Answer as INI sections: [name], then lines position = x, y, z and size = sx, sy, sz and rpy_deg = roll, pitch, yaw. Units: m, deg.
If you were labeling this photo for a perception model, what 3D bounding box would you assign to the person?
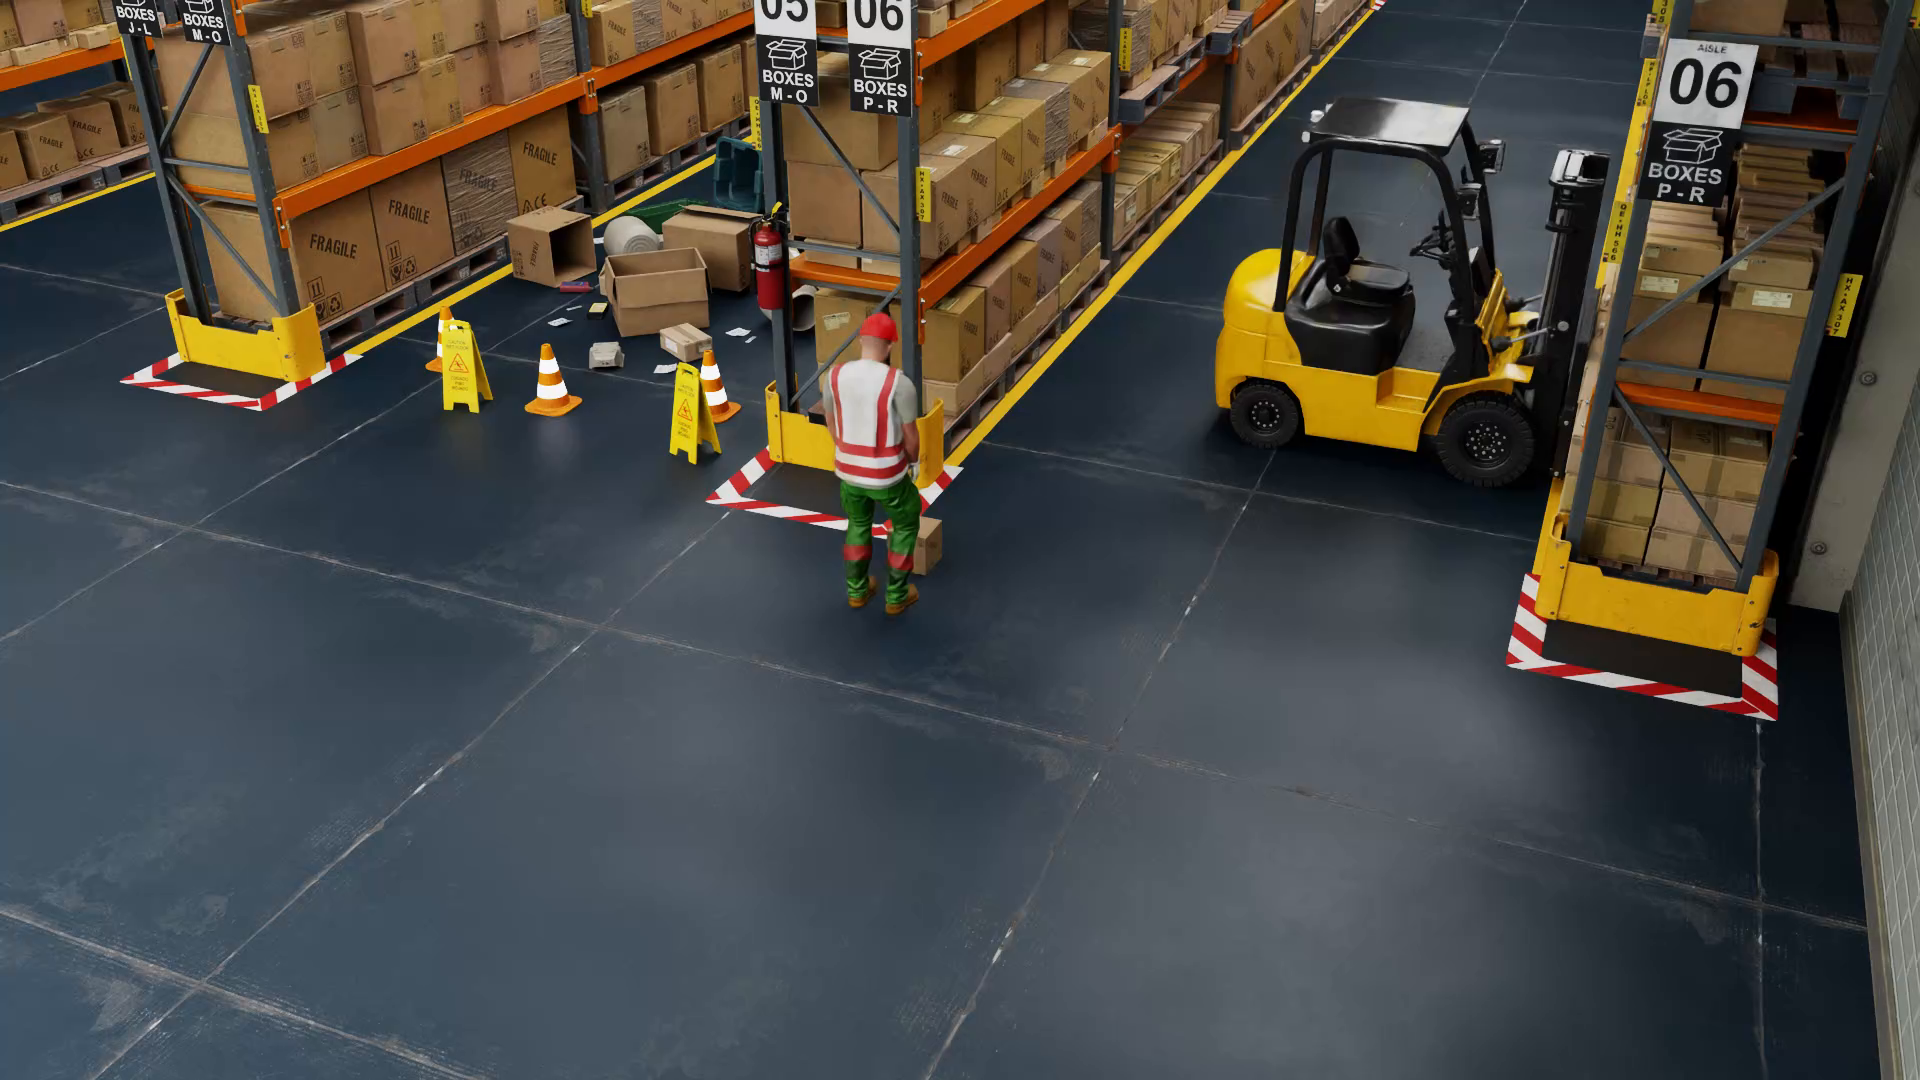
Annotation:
[person]
position = -0.473, -0.410, 9.188
size = 0.549, 1.713, 0.494
rpy_deg = 12, 32, 20
